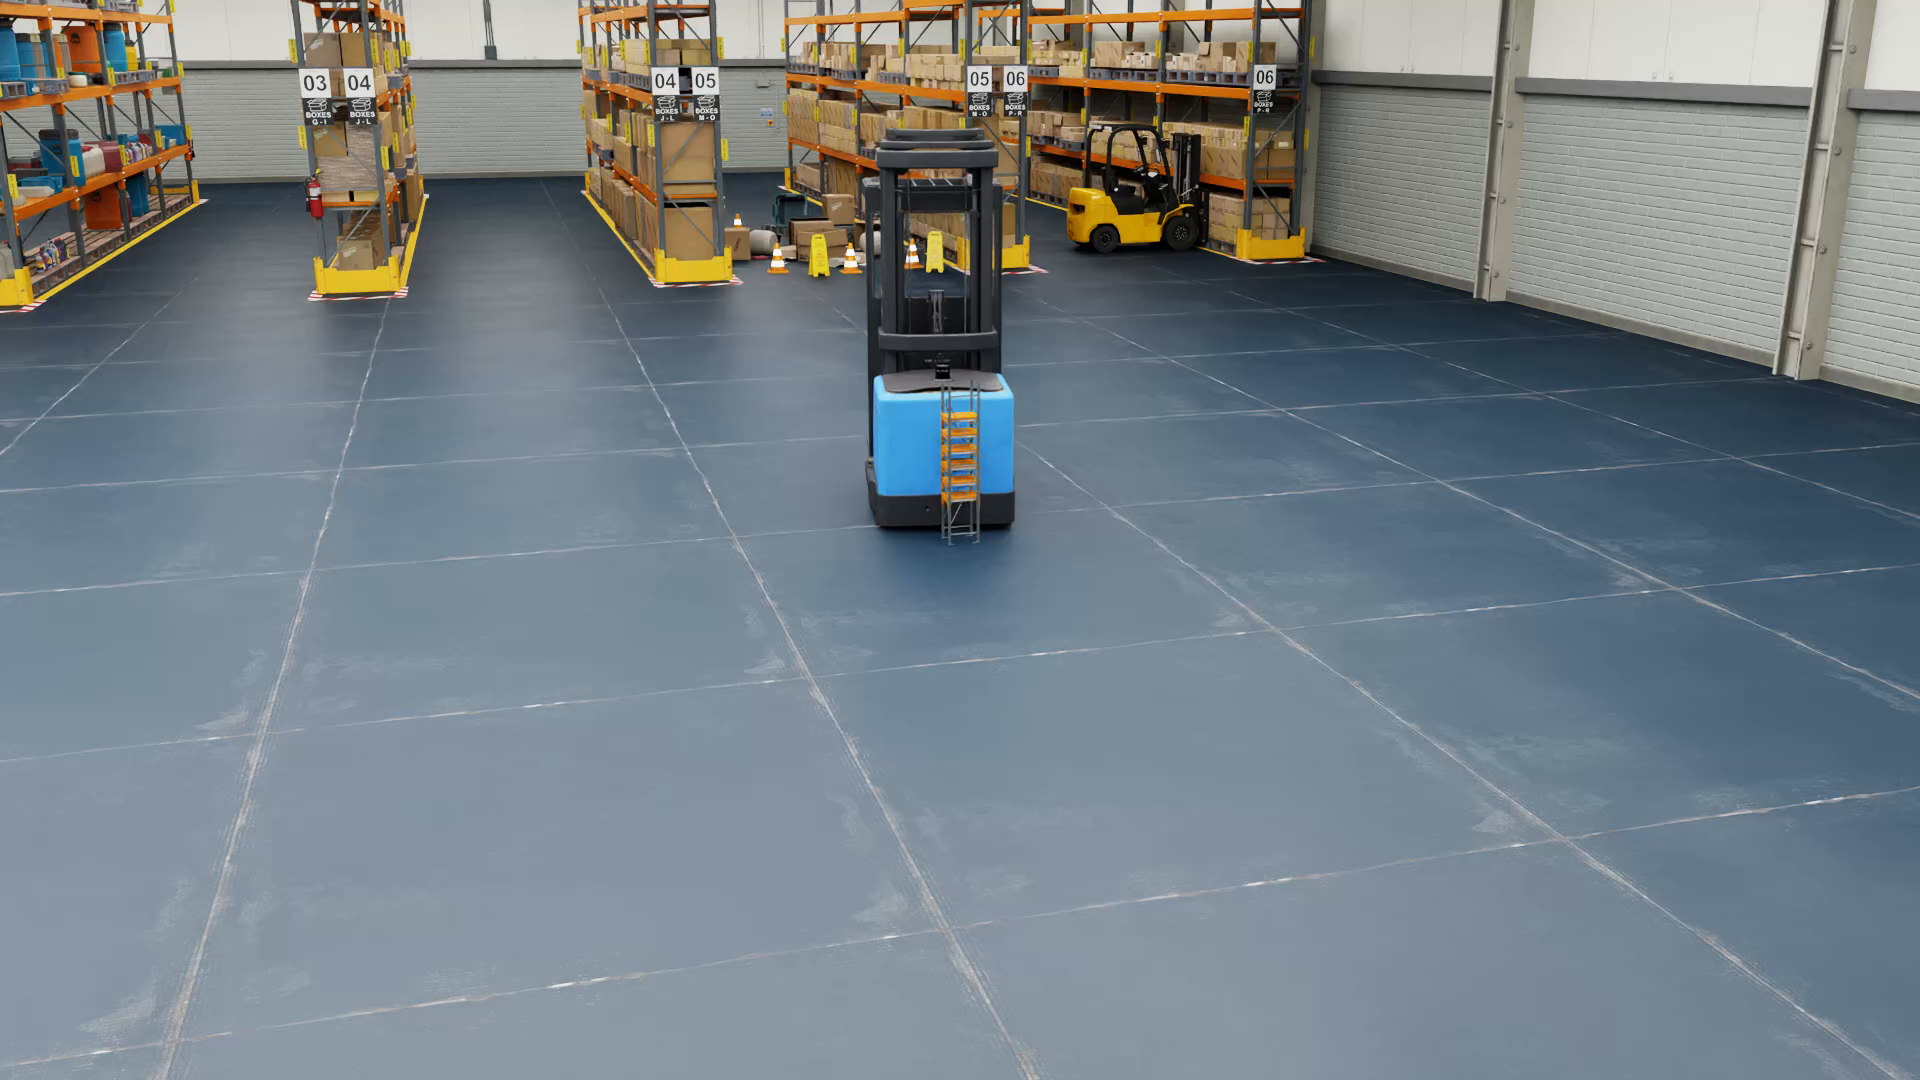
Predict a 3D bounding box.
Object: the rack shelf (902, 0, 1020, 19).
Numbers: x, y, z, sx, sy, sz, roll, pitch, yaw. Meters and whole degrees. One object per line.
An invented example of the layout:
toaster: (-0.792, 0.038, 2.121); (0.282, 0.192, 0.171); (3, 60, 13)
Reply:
rack shelf: (0.024, -9.006, 28.047); (1.077, 0.370, 4.000); (-5, 17, -15)

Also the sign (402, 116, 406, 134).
sign: (-10.634, -7.917, 31.719); (0.100, 0.325, 0.005); (-5, 17, -15)

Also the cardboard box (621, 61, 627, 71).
cardboard box: (-5.808, -8.550, 29.846); (0.500, 0.250, 0.500); (-5, 17, -16)

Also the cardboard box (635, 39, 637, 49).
cardboard box: (-4.996, -7.941, 26.609); (0.380, 0.149, 0.250); (-5, 17, -15)

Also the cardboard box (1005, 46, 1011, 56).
cardboard box: (1.398, -11.786, 40.135); (0.500, 0.250, 0.500); (-4, 17, -14)

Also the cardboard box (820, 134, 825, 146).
cardboard box: (-2.857, -9.030, 37.561); (0.500, 0.250, 0.500); (-5, 17, -17)

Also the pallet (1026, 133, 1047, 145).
pallet: (2.162, -9.317, 38.587); (1.003, 0.211, 1.213); (-5, 17, -15)

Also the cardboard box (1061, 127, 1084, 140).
cardboard box: (2.546, -8.927, 36.488); (0.500, 0.250, 0.500); (-6, 18, -18)

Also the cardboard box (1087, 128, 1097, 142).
cardboard box: (3.010, -8.555, 35.111); (0.500, 0.250, 0.500); (-5, 17, -15)

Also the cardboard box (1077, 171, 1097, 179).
cardboard box: (2.768, -7.963, 36.235); (0.380, 0.149, 0.250); (-6, 18, -18)

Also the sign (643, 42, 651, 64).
sign: (-4.683, -7.290, 24.891); (0.100, 0.325, 0.005); (-5, 17, -15)

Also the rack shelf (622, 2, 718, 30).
rack shelf: (-4.707, -8.396, 26.708); (1.077, 0.370, 4.000); (-5, 17, -15)

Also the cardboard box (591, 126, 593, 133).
cardboard box: (-7.790, -8.903, 36.067); (0.380, 0.149, 0.250); (-4, 17, -14)

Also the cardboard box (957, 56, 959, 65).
cardboard box: (0.163, -7.768, 26.935); (0.380, 0.149, 0.250); (-4, 17, -14)

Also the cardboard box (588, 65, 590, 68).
cardboard box: (-8.116, -10.584, 37.520); (0.500, 0.250, 0.500); (-5, 17, -16)

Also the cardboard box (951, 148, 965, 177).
cardboard box: (0.160, -6.244, 27.334); (0.500, 0.500, 0.500); (-5, 17, -16)

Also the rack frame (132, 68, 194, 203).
rack frame: (-18.114, -9.176, 37.786); (1.000, 3.000, 0.127); (-5, 17, -15)

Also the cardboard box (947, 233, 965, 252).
cardboard box: (0.086, -5.019, 27.995); (0.500, 0.250, 0.500); (-5, 17, -16)

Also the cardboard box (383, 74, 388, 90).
cardboard box: (-9.678, -7.508, 27.278); (0.500, 0.250, 0.500); (-4, 17, -13)

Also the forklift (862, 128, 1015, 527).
forklift: (-0.229, -1.881, 13.618); (1.130, 2.935, 3.031); (-1, 17, -5)

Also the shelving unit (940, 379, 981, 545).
shelving unit: (0.004, -0.571, 12.266); (0.258, 1.200, 0.189); (-5, 17, -15)

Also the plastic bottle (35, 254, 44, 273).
plastic bottle: (-13.915, -4.180, 25.133); (0.097, 0.271, 0.097); (0, 17, 0)

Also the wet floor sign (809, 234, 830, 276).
wet floor sign: (-2.246, -4.527, 26.401); (0.267, 0.644, 0.232); (-8, 18, -25)

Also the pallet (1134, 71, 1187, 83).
pallet: (3.991, -9.013, 32.362); (0.805, 0.209, 1.217); (-5, 18, -17)

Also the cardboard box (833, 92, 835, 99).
cardboard box: (-3.083, -10.224, 38.234); (0.380, 0.149, 0.250); (-4, 17, -14)

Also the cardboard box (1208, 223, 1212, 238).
cardboard box: (4.656, -5.585, 29.882); (0.500, 0.250, 0.500); (-5, 17, -15)

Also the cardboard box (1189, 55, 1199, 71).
cardboard box: (4.362, -8.612, 30.024); (0.396, 0.266, 0.258); (-5, 17, -17)

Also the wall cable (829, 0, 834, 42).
wall cable: (-2.245, -15.062, 46.887); (2.988, 3.039, 0.133); (-5, 17, -15)

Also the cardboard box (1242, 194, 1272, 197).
cardboard box: (5.255, -5.968, 29.417); (0.500, 0.250, 0.500); (-5, 17, -15)

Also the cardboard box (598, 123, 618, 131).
cardboard box: (-7.208, -8.467, 34.097); (0.380, 0.149, 0.250); (-5, 17, -15)

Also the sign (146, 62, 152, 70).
sign: (-16.485, -9.553, 33.813); (0.100, 0.325, 0.005); (-5, 17, -15)

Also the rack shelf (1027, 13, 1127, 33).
rack shelf: (2.597, -11.422, 36.780); (1.077, 0.370, 4.000); (-5, 17, -15)

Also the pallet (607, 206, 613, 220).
pallet: (-6.901, -6.937, 35.177); (1.003, 0.211, 1.213); (-5, 17, -15)

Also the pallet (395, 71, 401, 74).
pallet: (-11.381, -8.875, 31.897); (1.213, 0.211, 1.003); (-4, 17, -13)

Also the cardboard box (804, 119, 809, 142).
cardboard box: (-3.396, -9.680, 39.291); (0.500, 0.500, 0.500); (-5, 17, -16)

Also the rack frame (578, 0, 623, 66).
rack frame: (-8.555, -12.805, 39.439); (1.000, 3.000, 0.127); (-5, 17, -15)

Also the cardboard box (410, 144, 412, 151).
cardboard box: (-12.014, -8.449, 35.802); (0.380, 0.149, 0.250); (-5, 17, -15)

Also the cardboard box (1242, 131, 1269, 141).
cardboard box: (5.044, -6.902, 28.398); (0.380, 0.149, 0.250); (-5, 17, -15)

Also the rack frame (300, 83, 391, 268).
rack frame: (-8.955, -5.142, 24.356); (1.000, 3.000, 0.127); (-5, 17, -15)

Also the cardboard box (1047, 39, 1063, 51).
cardboard box: (2.198, -11.465, 38.488); (0.396, 0.266, 0.258); (-5, 17, -16)

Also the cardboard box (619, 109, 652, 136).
cardboard box: (-6.243, -8.121, 32.361); (0.700, 0.500, 0.500); (-5, 17, -16)

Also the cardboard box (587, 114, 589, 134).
cardboard box: (-8.526, -9.830, 39.272); (0.500, 0.500, 0.500); (-5, 17, -15)

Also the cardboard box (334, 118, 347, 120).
cardboard box: (-9.486, -6.082, 25.055); (0.500, 0.500, 0.500); (-5, 17, -15)

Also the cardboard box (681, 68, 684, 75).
cardboard box: (-4.222, -7.471, 26.428); (0.380, 0.149, 0.250); (-5, 17, -15)

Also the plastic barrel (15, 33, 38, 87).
plastic barrel: (-15.165, -7.657, 26.643); (0.600, 0.901, 0.708); (-5, 17, -15)

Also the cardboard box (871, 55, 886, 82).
cardboard box: (-1.374, -9.360, 33.010); (0.700, 0.500, 0.500); (-5, 17, -15)

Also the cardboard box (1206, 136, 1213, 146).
cardboard box: (4.605, -7.104, 29.587); (0.380, 0.149, 0.250); (-5, 17, -15)

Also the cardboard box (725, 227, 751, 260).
cardboard box: (-3.844, -5.068, 28.451); (0.500, 0.500, 0.500); (-2, 17, -6)

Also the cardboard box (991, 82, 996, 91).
cardboard box: (0.637, -7.425, 27.178); (0.380, 0.149, 0.250); (-5, 18, -17)

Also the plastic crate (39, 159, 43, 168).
plastic crate: (-15.418, -6.130, 27.672); (0.392, 0.384, 0.575); (-5, 17, -15)

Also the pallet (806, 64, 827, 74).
pallet: (-2.939, -10.866, 38.352); (1.003, 0.211, 1.213); (-5, 17, -15)

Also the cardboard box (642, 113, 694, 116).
cardboard box: (-4.926, -6.954, 28.250); (0.875, 0.550, 0.550); (-5, 17, -15)

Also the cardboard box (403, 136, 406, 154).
cardboard box: (-11.025, -7.559, 32.227); (0.500, 0.500, 0.500); (-4, 17, -14)
